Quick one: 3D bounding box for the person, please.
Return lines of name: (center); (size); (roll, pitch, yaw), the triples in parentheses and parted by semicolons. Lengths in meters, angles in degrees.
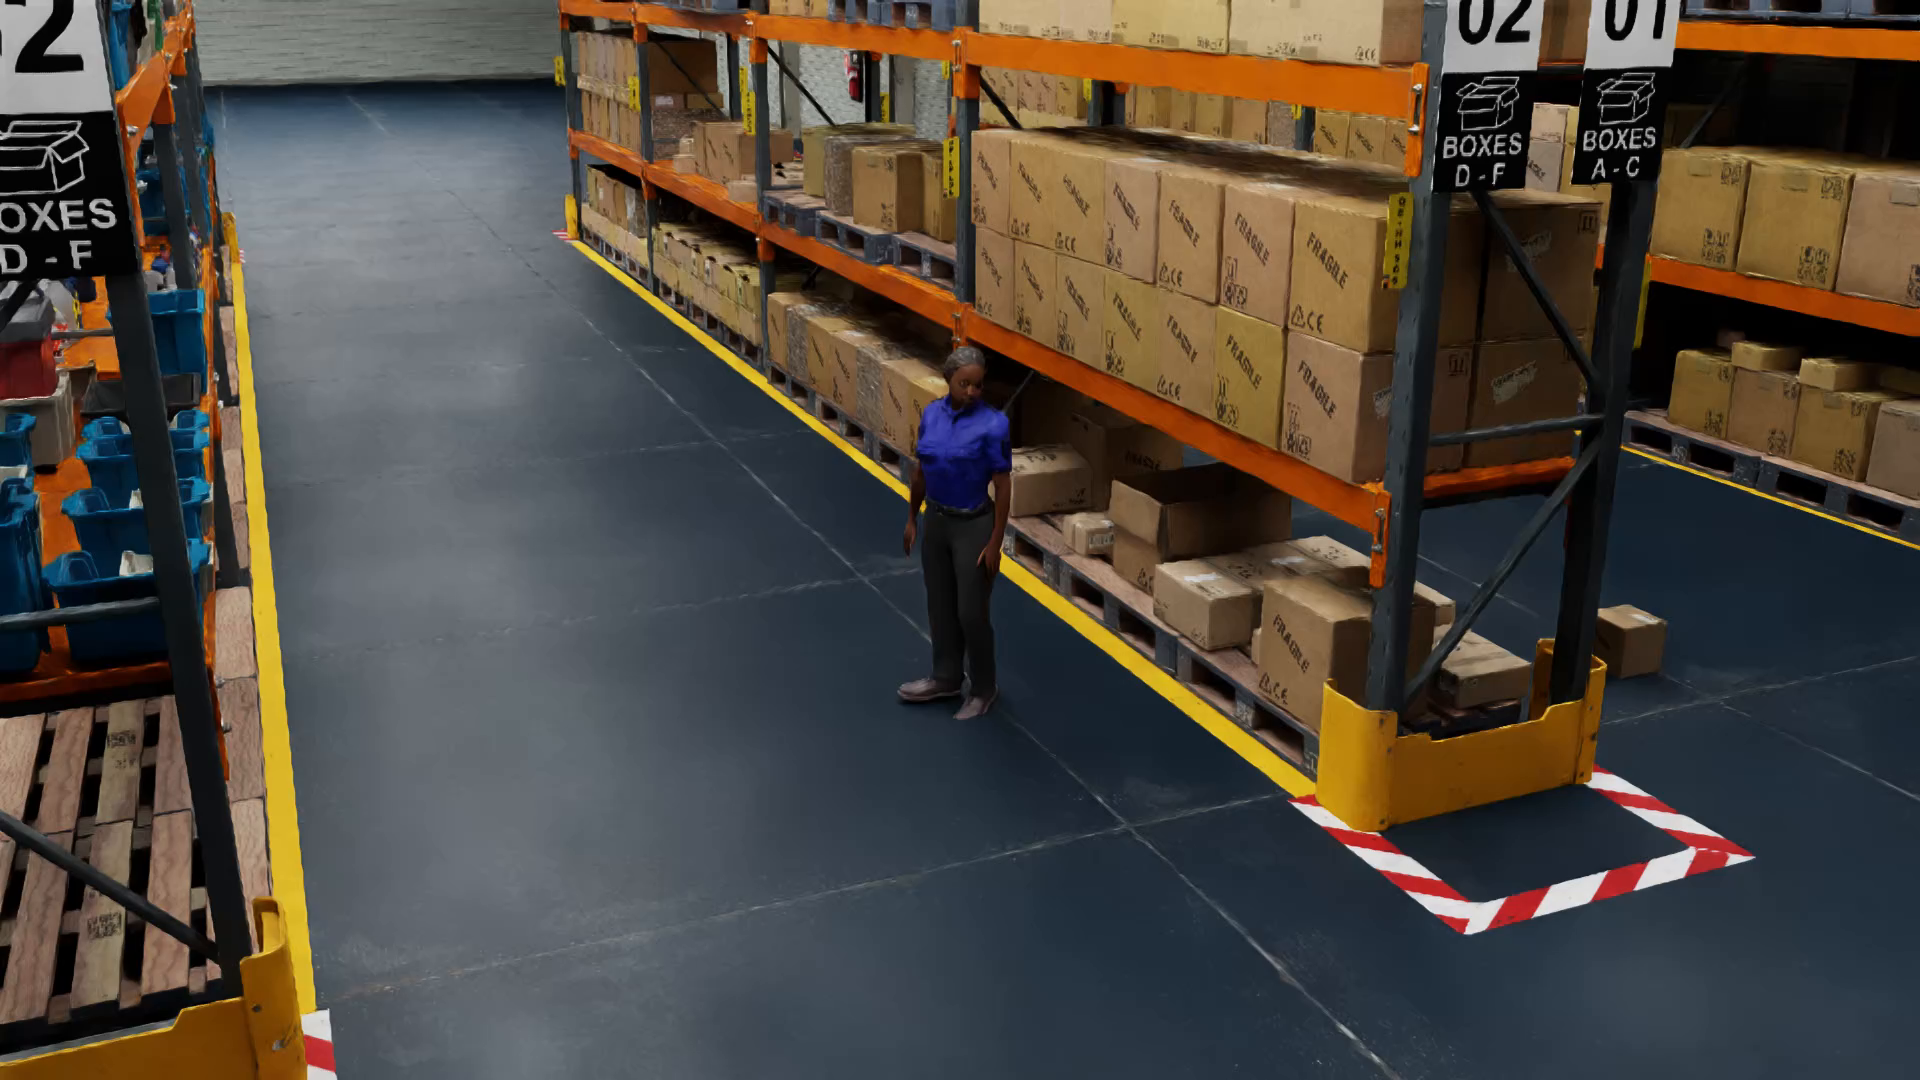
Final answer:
person: (-0.008, -0.017, 7.171); (0.540, 1.704, 0.351); (15, 24, 37)
